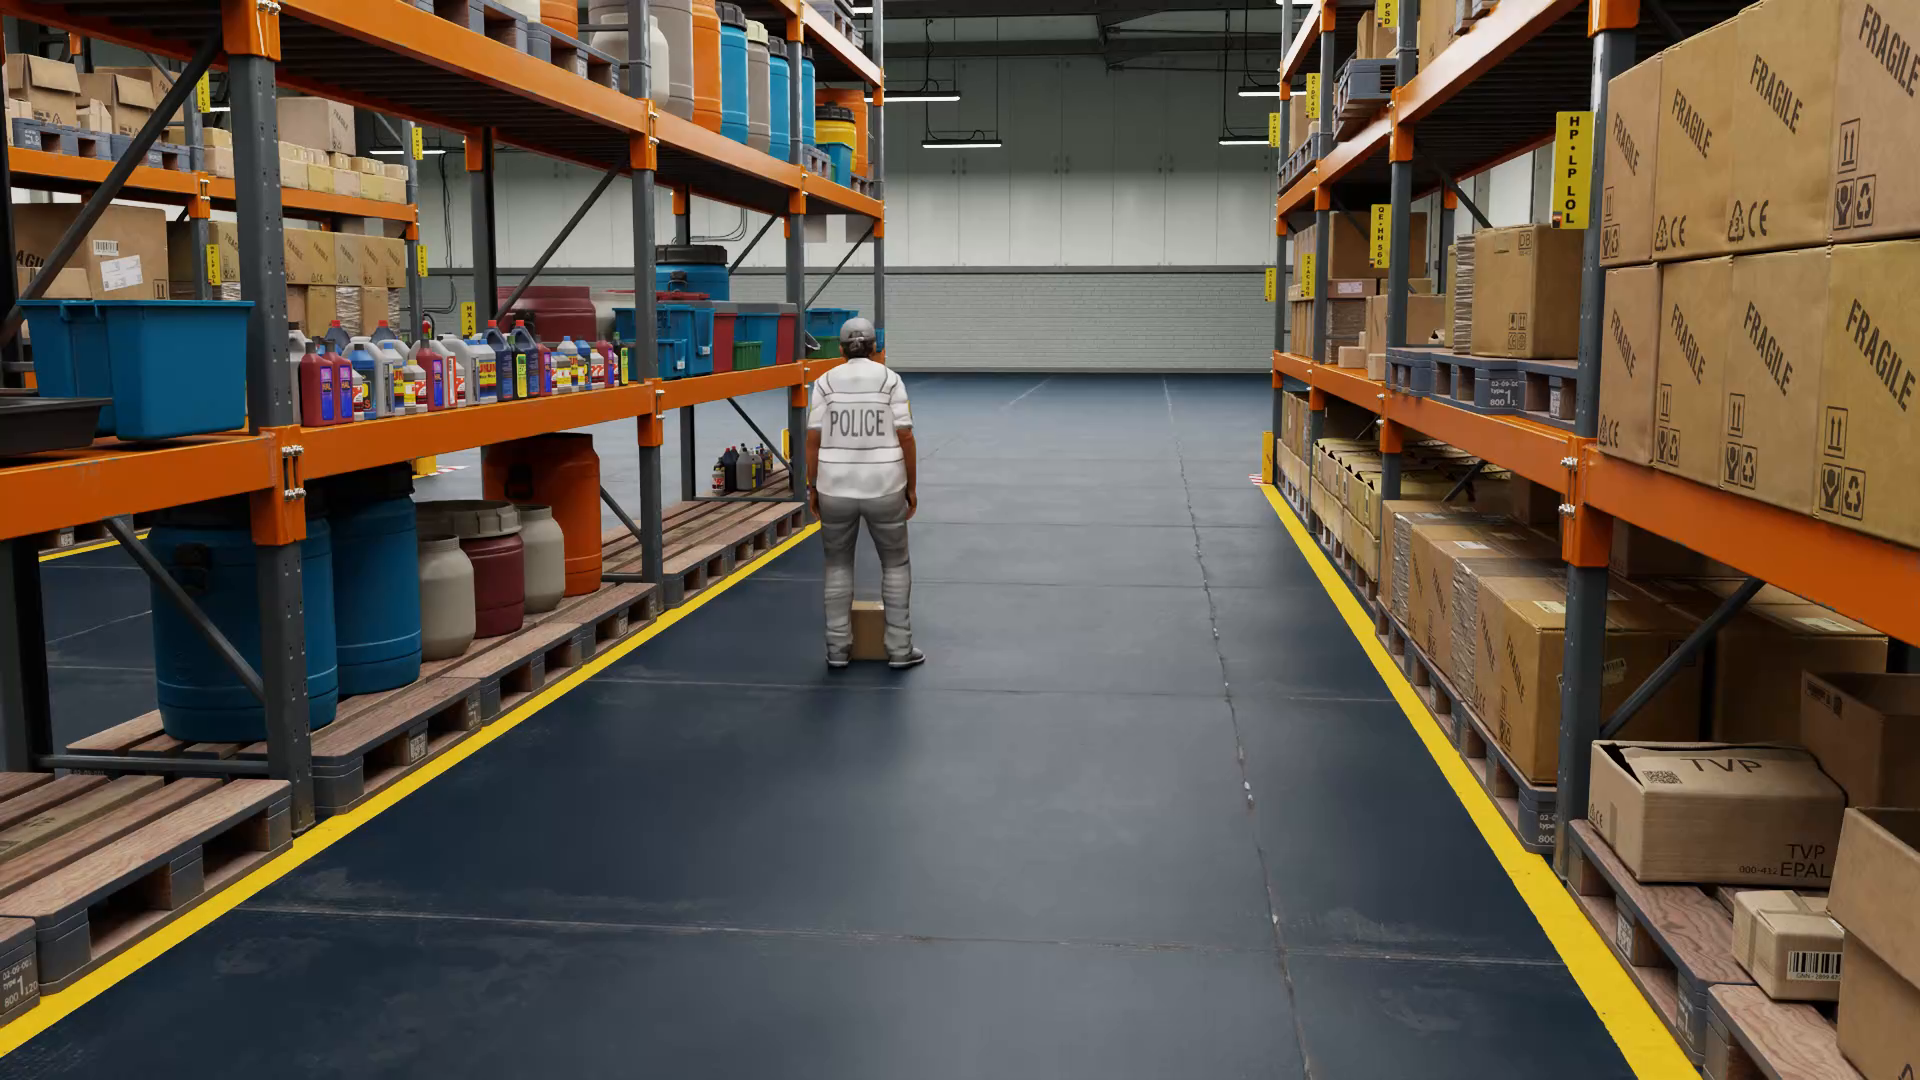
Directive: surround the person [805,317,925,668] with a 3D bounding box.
[{"bbox_3d":[-0.452,-0.224,7.935,0.554,1.665,0.468,0,8,3],"label":"person"}]
